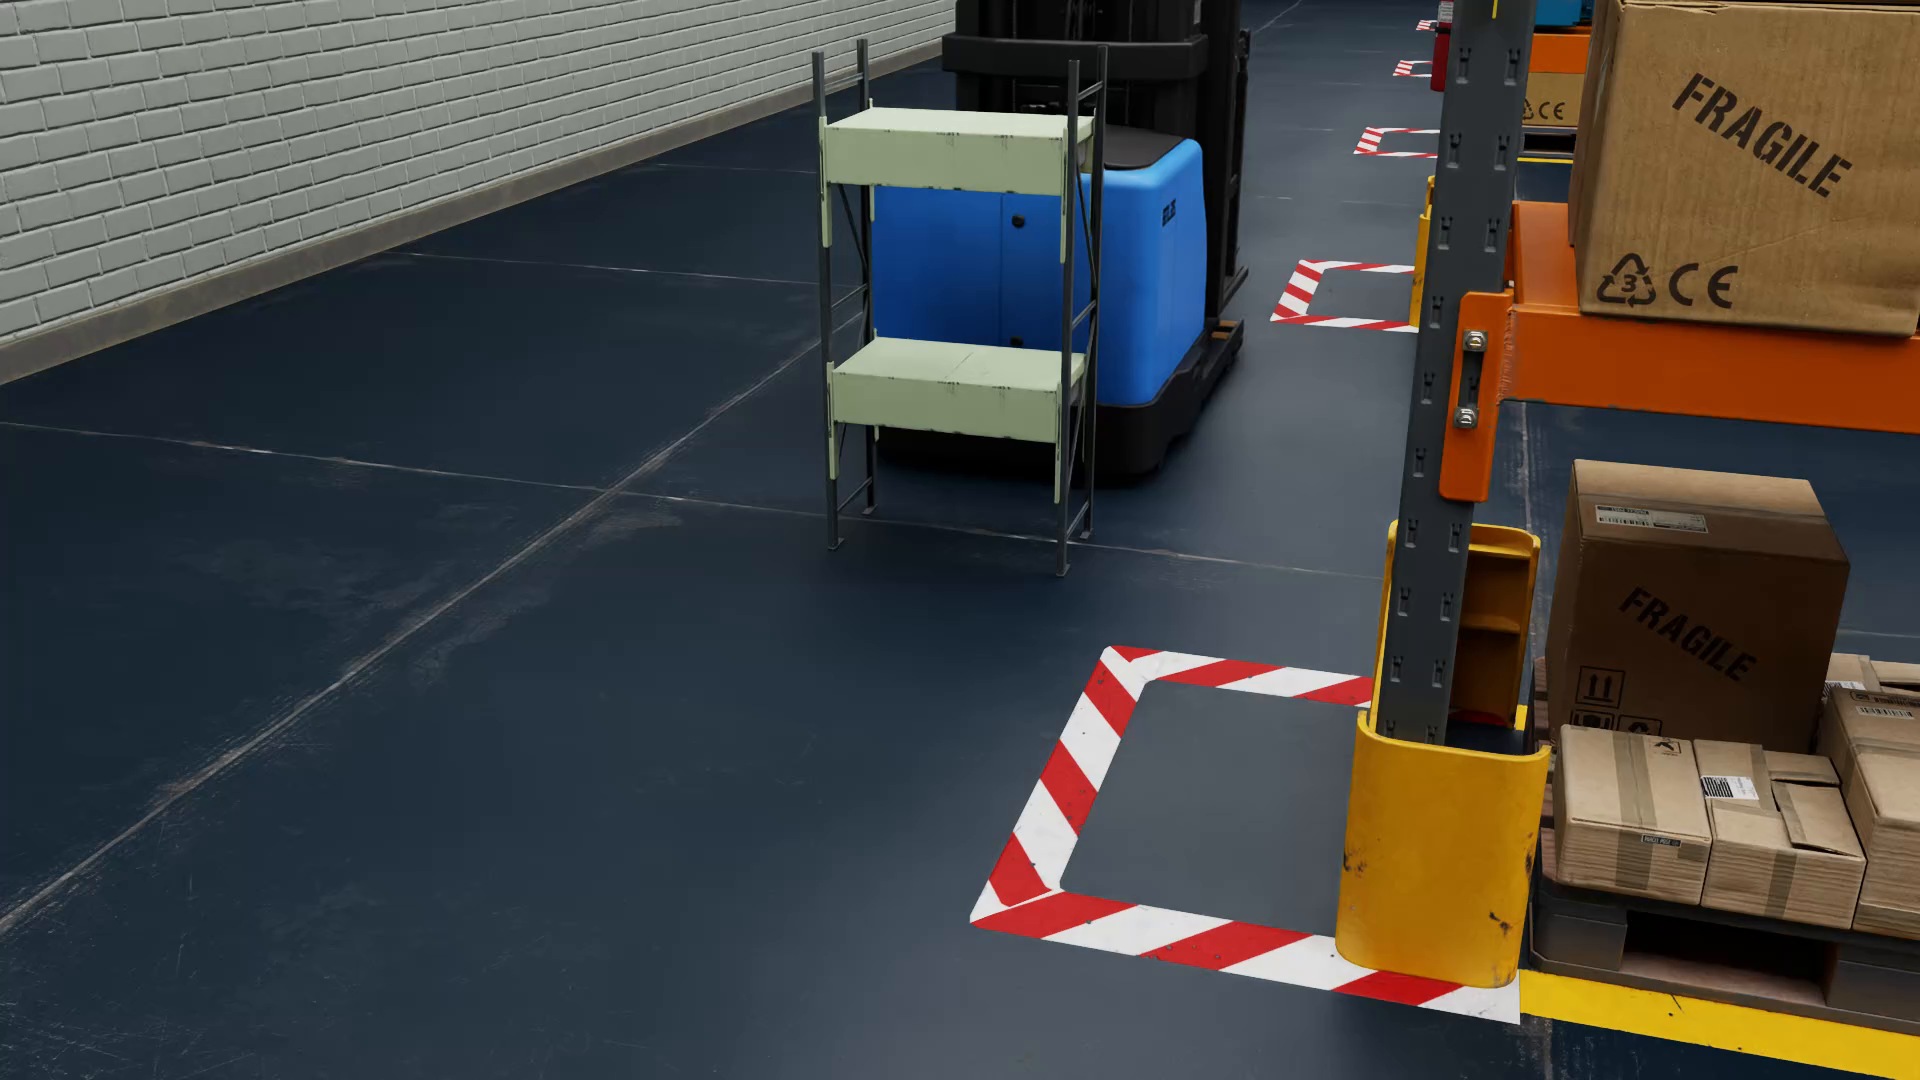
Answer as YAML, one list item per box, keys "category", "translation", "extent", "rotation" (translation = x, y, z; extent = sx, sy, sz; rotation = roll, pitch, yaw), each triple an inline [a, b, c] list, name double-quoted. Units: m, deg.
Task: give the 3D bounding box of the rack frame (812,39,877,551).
- category: "rack frame"
  translation: [-0.344, -0.733, 5.081]
  extent: [0.023, 1.500, 0.400]
  rotation: [7, 23, 16]

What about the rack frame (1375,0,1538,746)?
- category: "rack frame"
  translation: [0.990, -0.763, 3.178]
  extent: [0.127, 3.000, 1.000]
  rotation: [7, 23, 16]

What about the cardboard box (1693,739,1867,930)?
- category: "cardboard box"
  translation: [1.531, 0.542, 3.149]
  extent: [0.250, 0.166, 0.380]
  rotation: [7, 23, 16]

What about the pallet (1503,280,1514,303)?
- category: "pallet"
  translation: [3.202, -1.168, 7.839]
  extent: [1.213, 0.211, 1.003]
  rotation: [7, 23, 16]

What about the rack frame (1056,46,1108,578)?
- category: "rack frame"
  translation: [0.357, -0.653, 4.886]
  extent: [0.023, 1.500, 0.400]
  rotation: [7, 23, 16]

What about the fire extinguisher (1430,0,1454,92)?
- category: "fire extinguisher"
  translation: [2.411, -2.536, 8.093]
  extent: [0.183, 0.674, 0.296]
  rotation: [7, 23, 16]

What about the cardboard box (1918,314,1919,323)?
- category: "cardboard box"
  translation: [1.834, -0.610, 2.674]
  extent: [0.500, 0.500, 0.500]
  rotation: [6, 23, 15]

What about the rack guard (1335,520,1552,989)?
- category: "rack guard"
  translation: [1.062, 0.402, 3.632]
  extent: [0.348, 0.500, 1.175]
  rotation: [7, 23, 16]

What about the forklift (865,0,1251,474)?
- category: "forklift"
  translation: [0.596, -2.108, 6.548]
  extent: [1.130, 2.935, 3.031]
  rotation: [7, 23, 16]

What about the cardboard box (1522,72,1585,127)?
- category: "cardboard box"
  translation: [4.491, -3.532, 12.175]
  extent: [0.875, 0.875, 0.875]
  rotation: [7, 23, 16]

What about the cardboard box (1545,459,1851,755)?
- category: "cardboard box"
  translation: [1.581, 0.160, 3.642]
  extent: [0.500, 0.500, 0.500]
  rotation: [7, 23, 16]

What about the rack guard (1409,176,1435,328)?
- category: "rack guard"
  translation: [2.397, -1.404, 8.034]
  extent: [0.348, 0.500, 1.175]
  rotation: [7, 23, 16]

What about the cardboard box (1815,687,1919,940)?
- category: "cardboard box"
  translation: [1.907, 0.523, 3.086]
  extent: [0.500, 0.250, 0.500]
  rotation: [7, 23, 16]

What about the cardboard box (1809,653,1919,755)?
- category: "cardboard box"
  translation: [1.943, 0.391, 3.517]
  extent: [0.250, 0.166, 0.380]
  rotation: [7, 23, 16]

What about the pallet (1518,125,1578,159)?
- category: "pallet"
  translation: [4.643, -3.013, 12.336]
  extent: [1.213, 0.211, 1.003]
  rotation: [7, 23, 16]

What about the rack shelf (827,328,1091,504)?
- category: "rack shelf"
  translation: [0.006, -0.392, 5.107]
  extent: [0.720, 0.370, 0.431]
  rotation: [7, 23, 16]

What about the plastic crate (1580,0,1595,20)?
- category: "plastic crate"
  translation: [2.799, -2.638, 7.622]
  extent: [0.499, 0.435, 0.616]
  rotation: [7, 23, 16]

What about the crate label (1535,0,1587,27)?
- category: "crate label"
  translation: [2.565, -2.366, 7.227]
  extent: [0.303, 0.233, 0.416]
  rotation: [7, 23, 16]

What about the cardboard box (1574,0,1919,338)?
- category: "cardboard box"
  translation: [1.338, -0.665, 2.807]
  extent: [0.500, 0.500, 0.500]
  rotation: [7, 23, 17]

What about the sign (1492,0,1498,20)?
- category: "sign"
  translation: [0.833, -0.967, 2.533]
  extent: [0.005, 0.325, 0.100]
  rotation: [7, 23, 16]

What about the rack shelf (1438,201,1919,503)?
- category: "rack shelf"
  translation: [2.904, -0.211, 2.780]
  extent: [4.000, 0.370, 1.077]
  rotation: [7, 23, 16]

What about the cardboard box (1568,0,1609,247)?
- category: "cardboard box"
  translation: [1.497, -0.859, 3.280]
  extent: [0.500, 0.500, 0.500]
  rotation: [7, 23, 17]

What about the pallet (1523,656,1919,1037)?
- category: "pallet"
  translation: [1.826, 0.622, 3.475]
  extent: [1.213, 0.211, 1.003]
  rotation: [7, 23, 16]

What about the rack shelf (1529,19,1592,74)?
- category: "rack shelf"
  translation: [4.339, -2.010, 7.167]
  extent: [4.000, 0.370, 1.077]
  rotation: [7, 23, 16]

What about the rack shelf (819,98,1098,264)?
- category: "rack shelf"
  translation: [0.006, -1.054, 4.836]
  extent: [0.720, 0.370, 0.431]
  rotation: [7, 23, 16]

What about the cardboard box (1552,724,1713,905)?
- category: "cardboard box"
  translation: [1.291, 0.523, 3.219]
  extent: [0.250, 0.149, 0.380]
  rotation: [7, 23, 16]

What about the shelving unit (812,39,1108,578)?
- category: "shelving unit"
  translation: [0.006, -0.693, 4.984]
  extent: [0.755, 1.500, 0.431]
  rotation: [7, 23, 16]
